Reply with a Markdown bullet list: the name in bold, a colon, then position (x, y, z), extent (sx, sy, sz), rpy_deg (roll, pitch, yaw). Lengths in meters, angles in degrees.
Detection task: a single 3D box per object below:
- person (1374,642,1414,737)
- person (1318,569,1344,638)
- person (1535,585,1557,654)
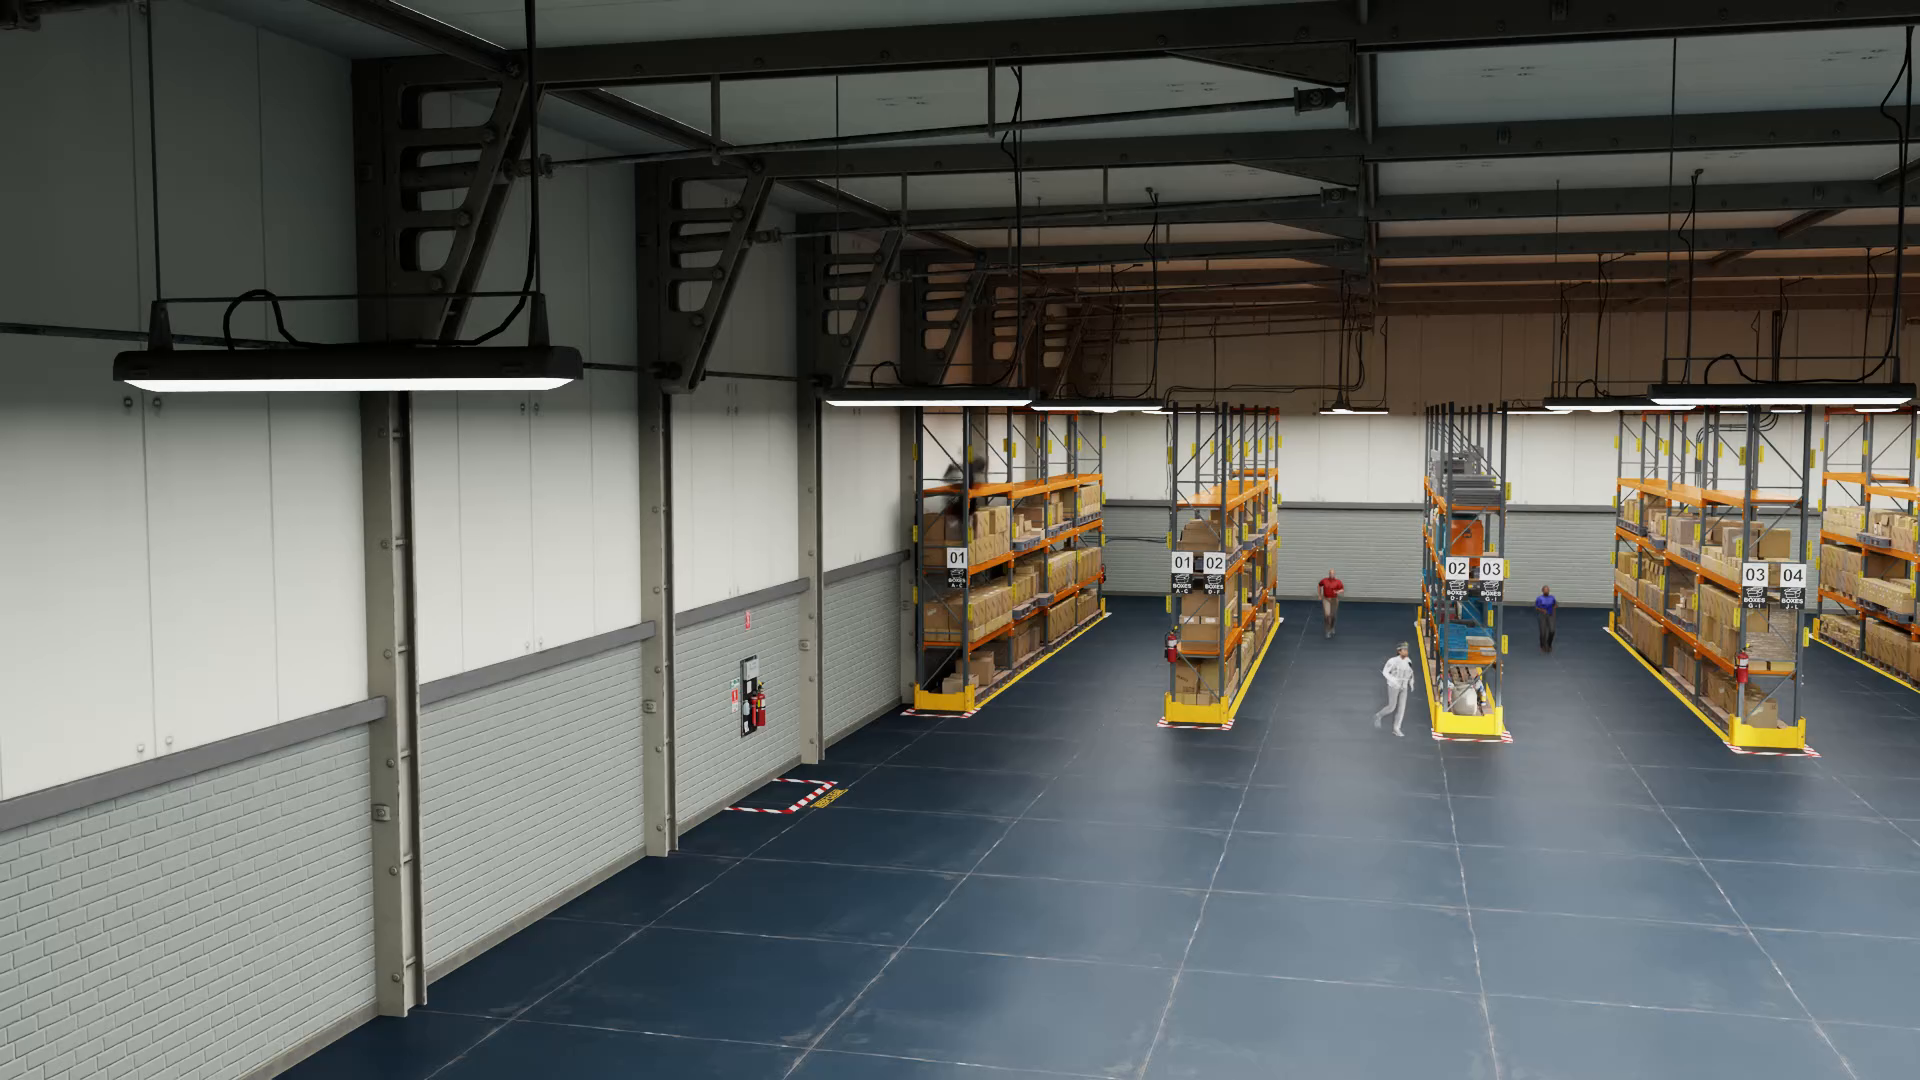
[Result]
- **person**: position (7.955, 2.671, 30.125), extent (0.656, 1.663, 0.732), rpy_deg (-1, 4, -19)
- **person**: position (9.691, 1.661, 43.435), extent (0.630, 1.799, 0.862), rpy_deg (0, 4, 6)
- **person**: position (14.232, 1.977, 40.349), extent (0.548, 1.568, 0.681), rpy_deg (1, 4, 8)
